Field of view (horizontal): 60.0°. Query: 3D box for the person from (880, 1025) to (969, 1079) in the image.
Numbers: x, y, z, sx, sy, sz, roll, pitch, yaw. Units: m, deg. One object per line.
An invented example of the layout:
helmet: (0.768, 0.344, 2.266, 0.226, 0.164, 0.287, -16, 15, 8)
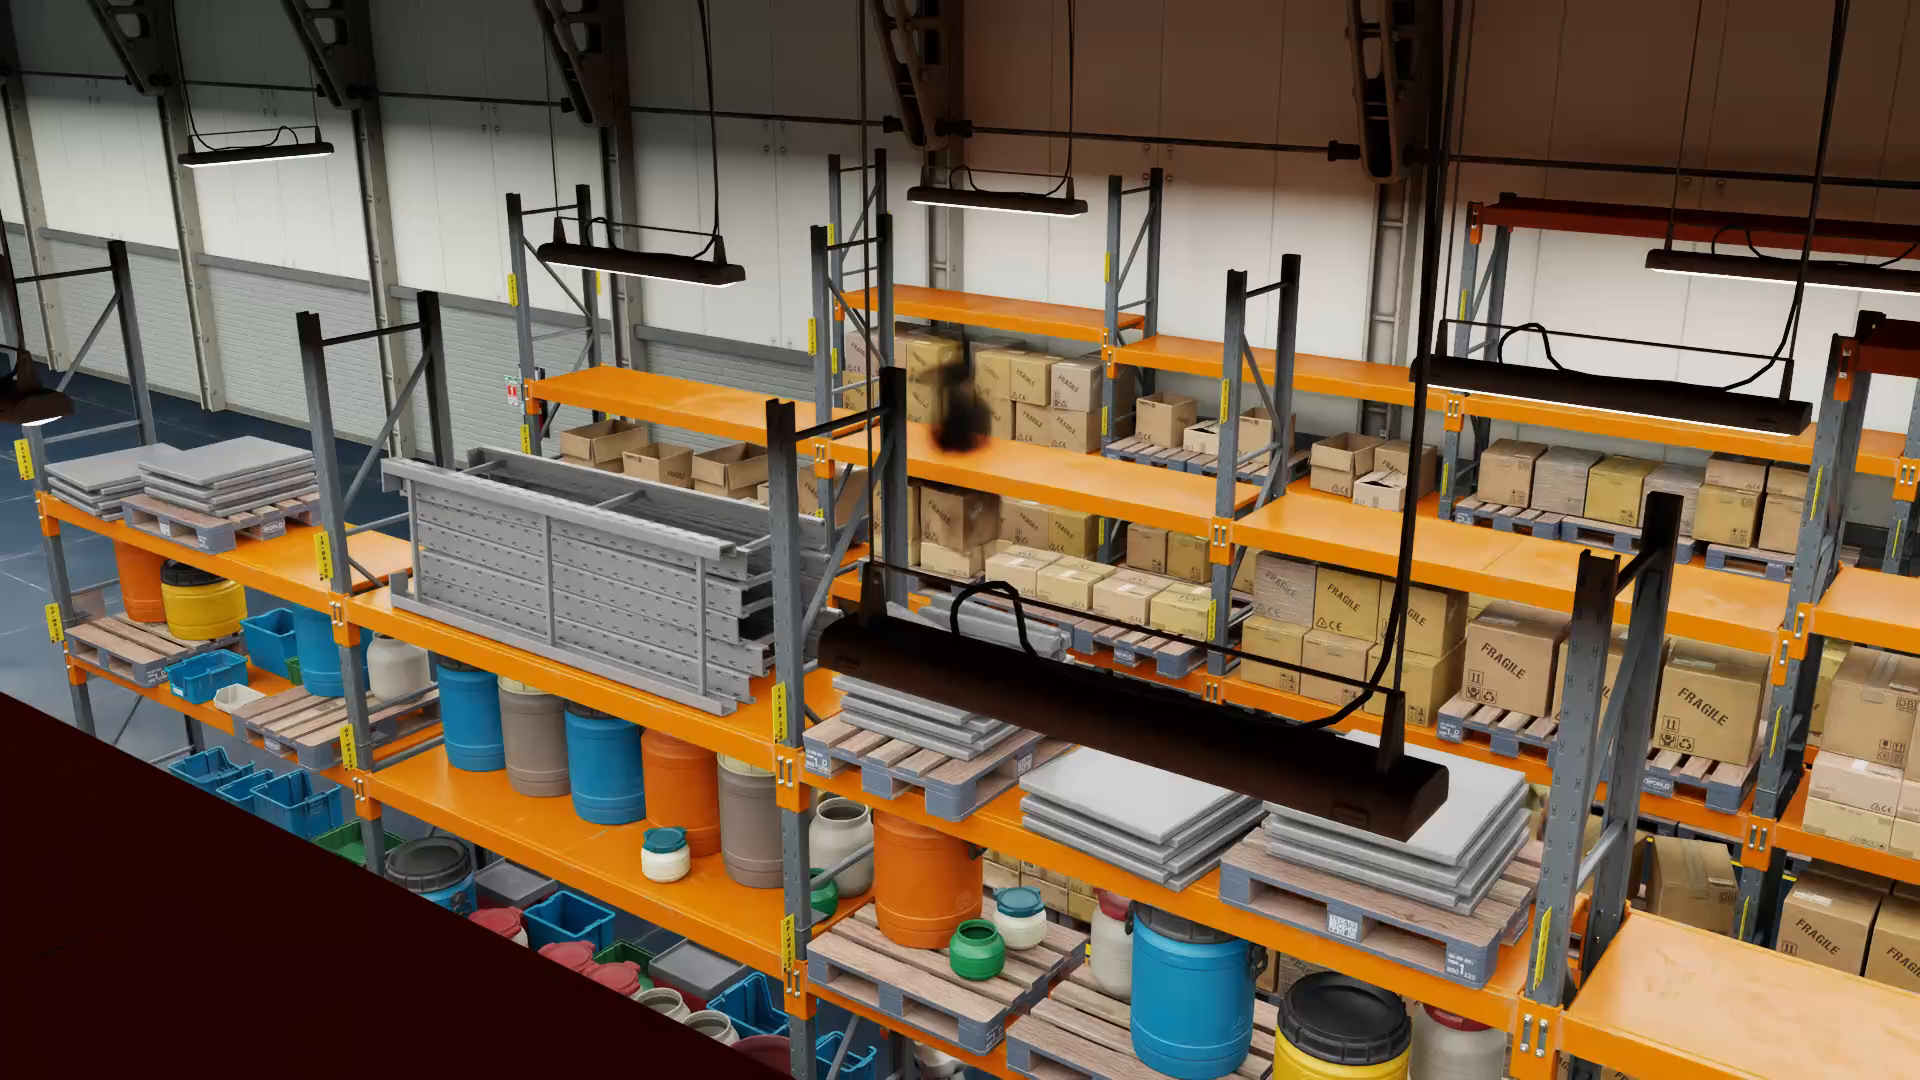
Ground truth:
person: (-0.199, 3.623, 11.883, 0.716, 1.503, 0.982, -13, 22, -33)

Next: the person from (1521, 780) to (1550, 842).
person: (5.046, 2.577, 14.778, 0.823, 1.722, 0.538, 12, 22, 31)
